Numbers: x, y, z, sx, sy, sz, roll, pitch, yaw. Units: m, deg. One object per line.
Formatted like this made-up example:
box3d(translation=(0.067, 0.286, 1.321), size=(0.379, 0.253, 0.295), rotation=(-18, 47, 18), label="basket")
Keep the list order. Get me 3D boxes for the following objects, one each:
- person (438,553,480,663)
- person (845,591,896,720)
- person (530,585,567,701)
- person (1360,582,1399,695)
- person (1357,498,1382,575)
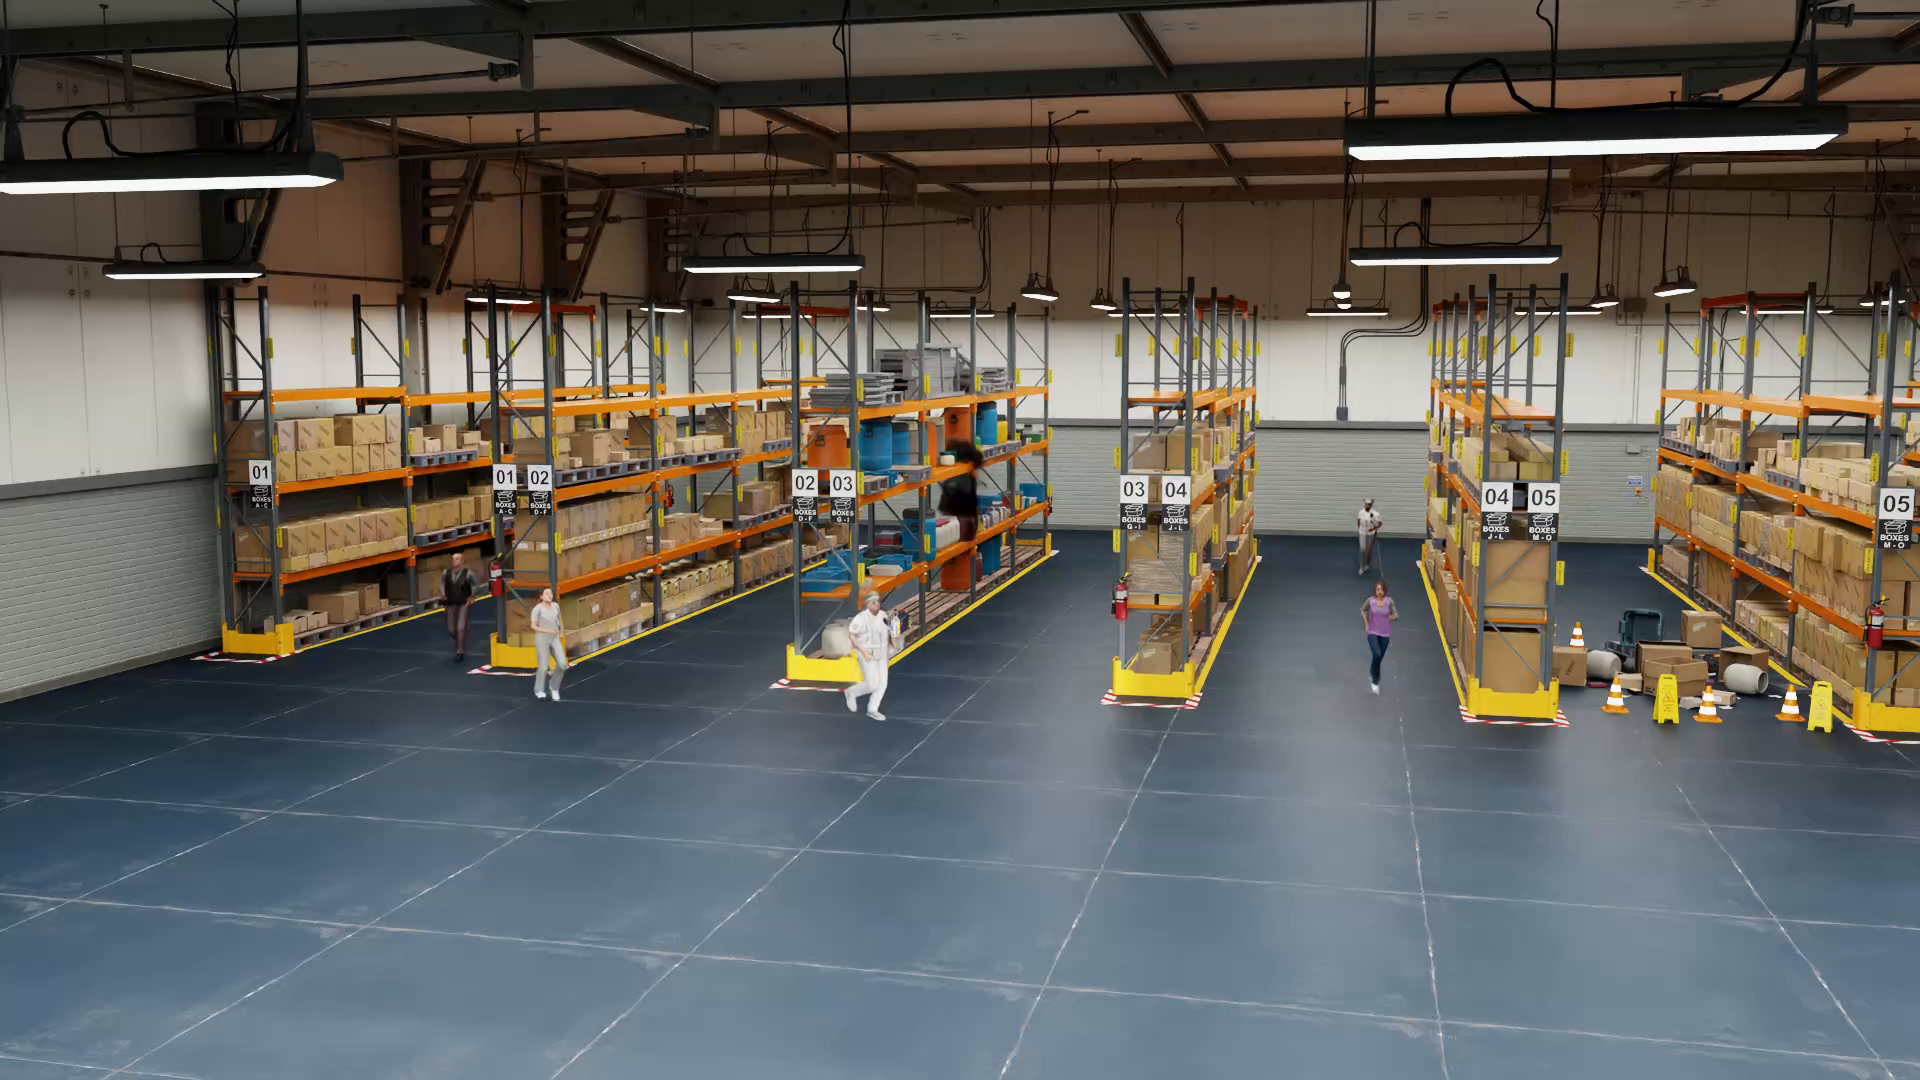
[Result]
box3d(translation=(-8.127, 1.075, 26.937), size=(0.668, 1.723, 0.764), rotation=(0, 7, 1), label="person")
box3d(translation=(-1.199, 1.552, 22.614), size=(0.655, 1.760, 0.652), rotation=(-6, 9, -44), label="person")
box3d(translation=(-5.830, 1.479, 23.630), size=(0.589, 1.690, 0.683), rotation=(-6, 9, -43), label="person")
box3d(translation=(6.153, 1.424, 24.382), size=(0.509, 1.650, 0.721), rotation=(0, 7, 2), label="person")
box3d(translation=(9.124, -0.107, 37.094), size=(0.575, 1.705, 0.827), rotation=(3, 7, 21), label="person")
